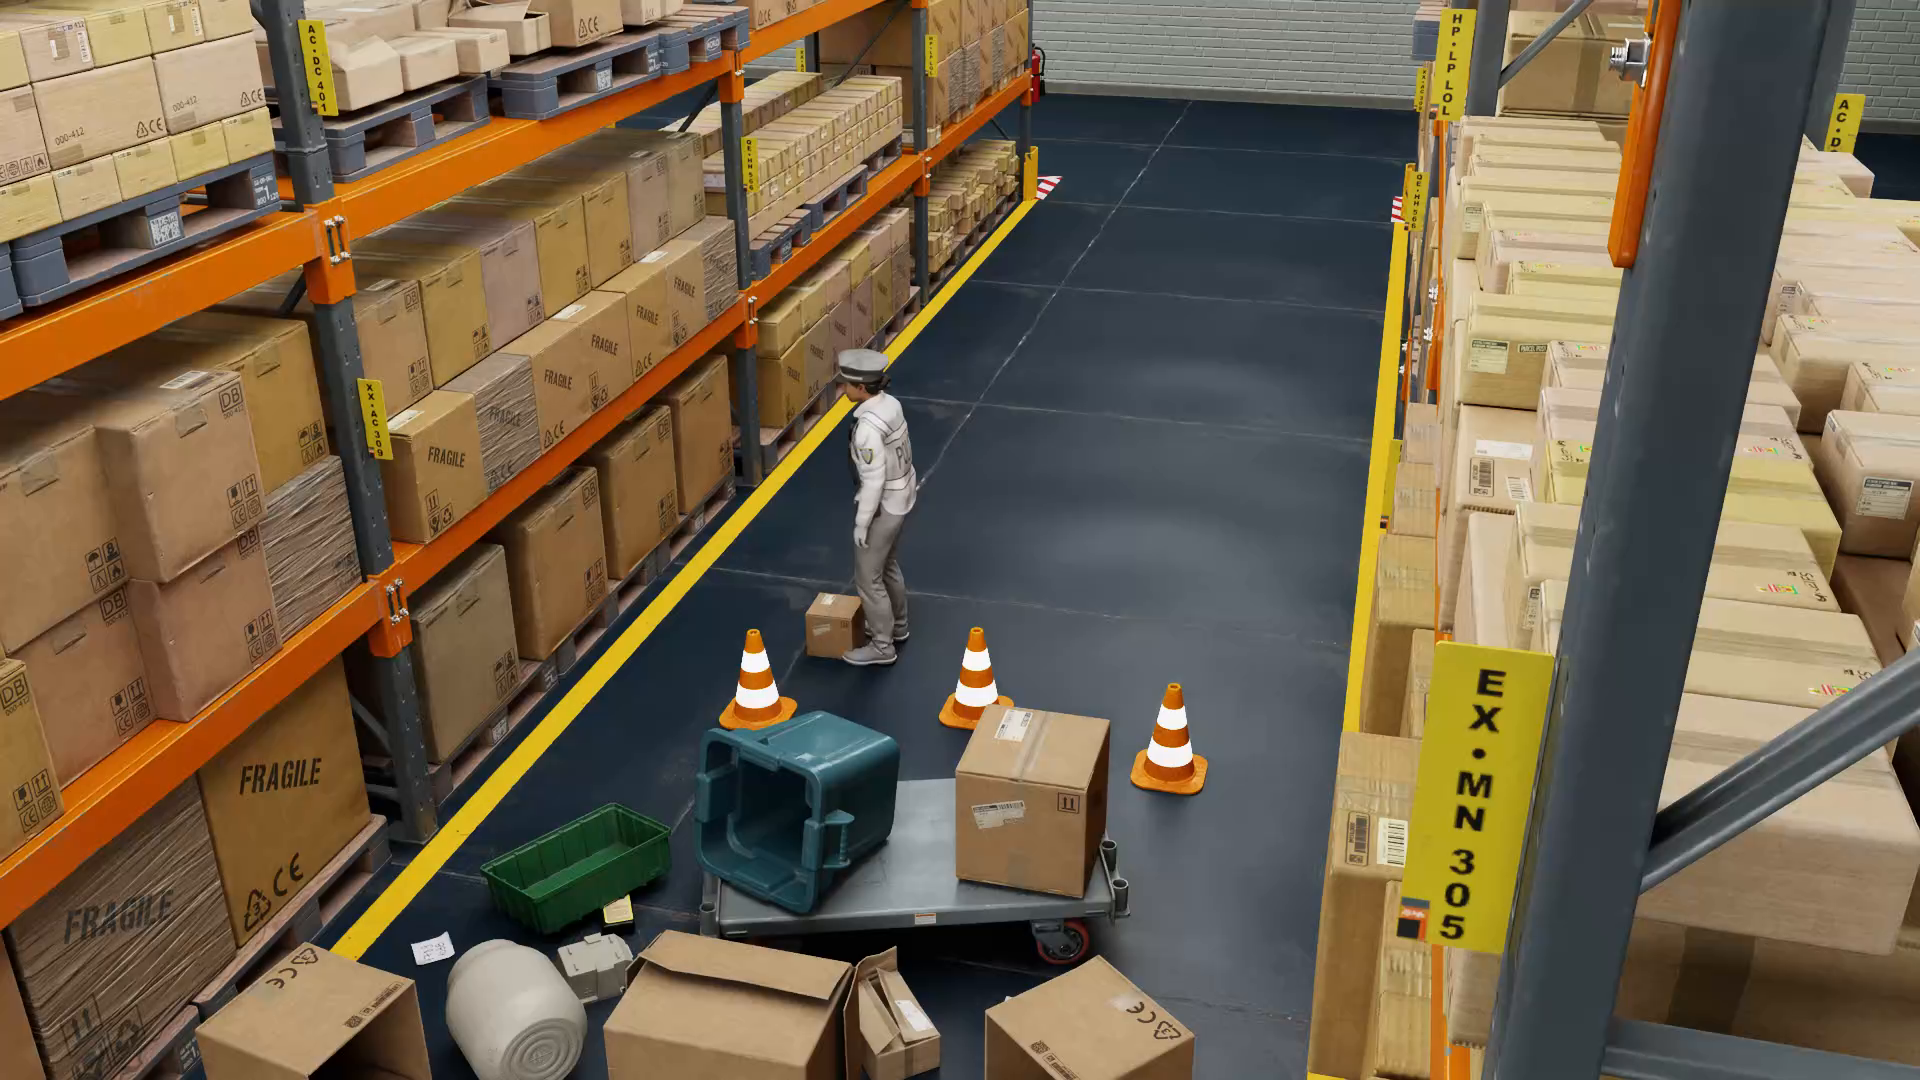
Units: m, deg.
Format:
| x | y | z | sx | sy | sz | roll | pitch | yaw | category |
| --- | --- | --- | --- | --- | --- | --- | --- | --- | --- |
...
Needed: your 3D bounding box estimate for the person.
| x | y | z | sx | sy | sz | roll | pitch | yaw | category |
| --- | --- | --- | --- | --- | --- | --- | --- | --- | --- |
| -0.418 | -0.160 | 8.443 | 0.372 | 1.662 | 0.531 | 5 | 26 | 11 | person |
